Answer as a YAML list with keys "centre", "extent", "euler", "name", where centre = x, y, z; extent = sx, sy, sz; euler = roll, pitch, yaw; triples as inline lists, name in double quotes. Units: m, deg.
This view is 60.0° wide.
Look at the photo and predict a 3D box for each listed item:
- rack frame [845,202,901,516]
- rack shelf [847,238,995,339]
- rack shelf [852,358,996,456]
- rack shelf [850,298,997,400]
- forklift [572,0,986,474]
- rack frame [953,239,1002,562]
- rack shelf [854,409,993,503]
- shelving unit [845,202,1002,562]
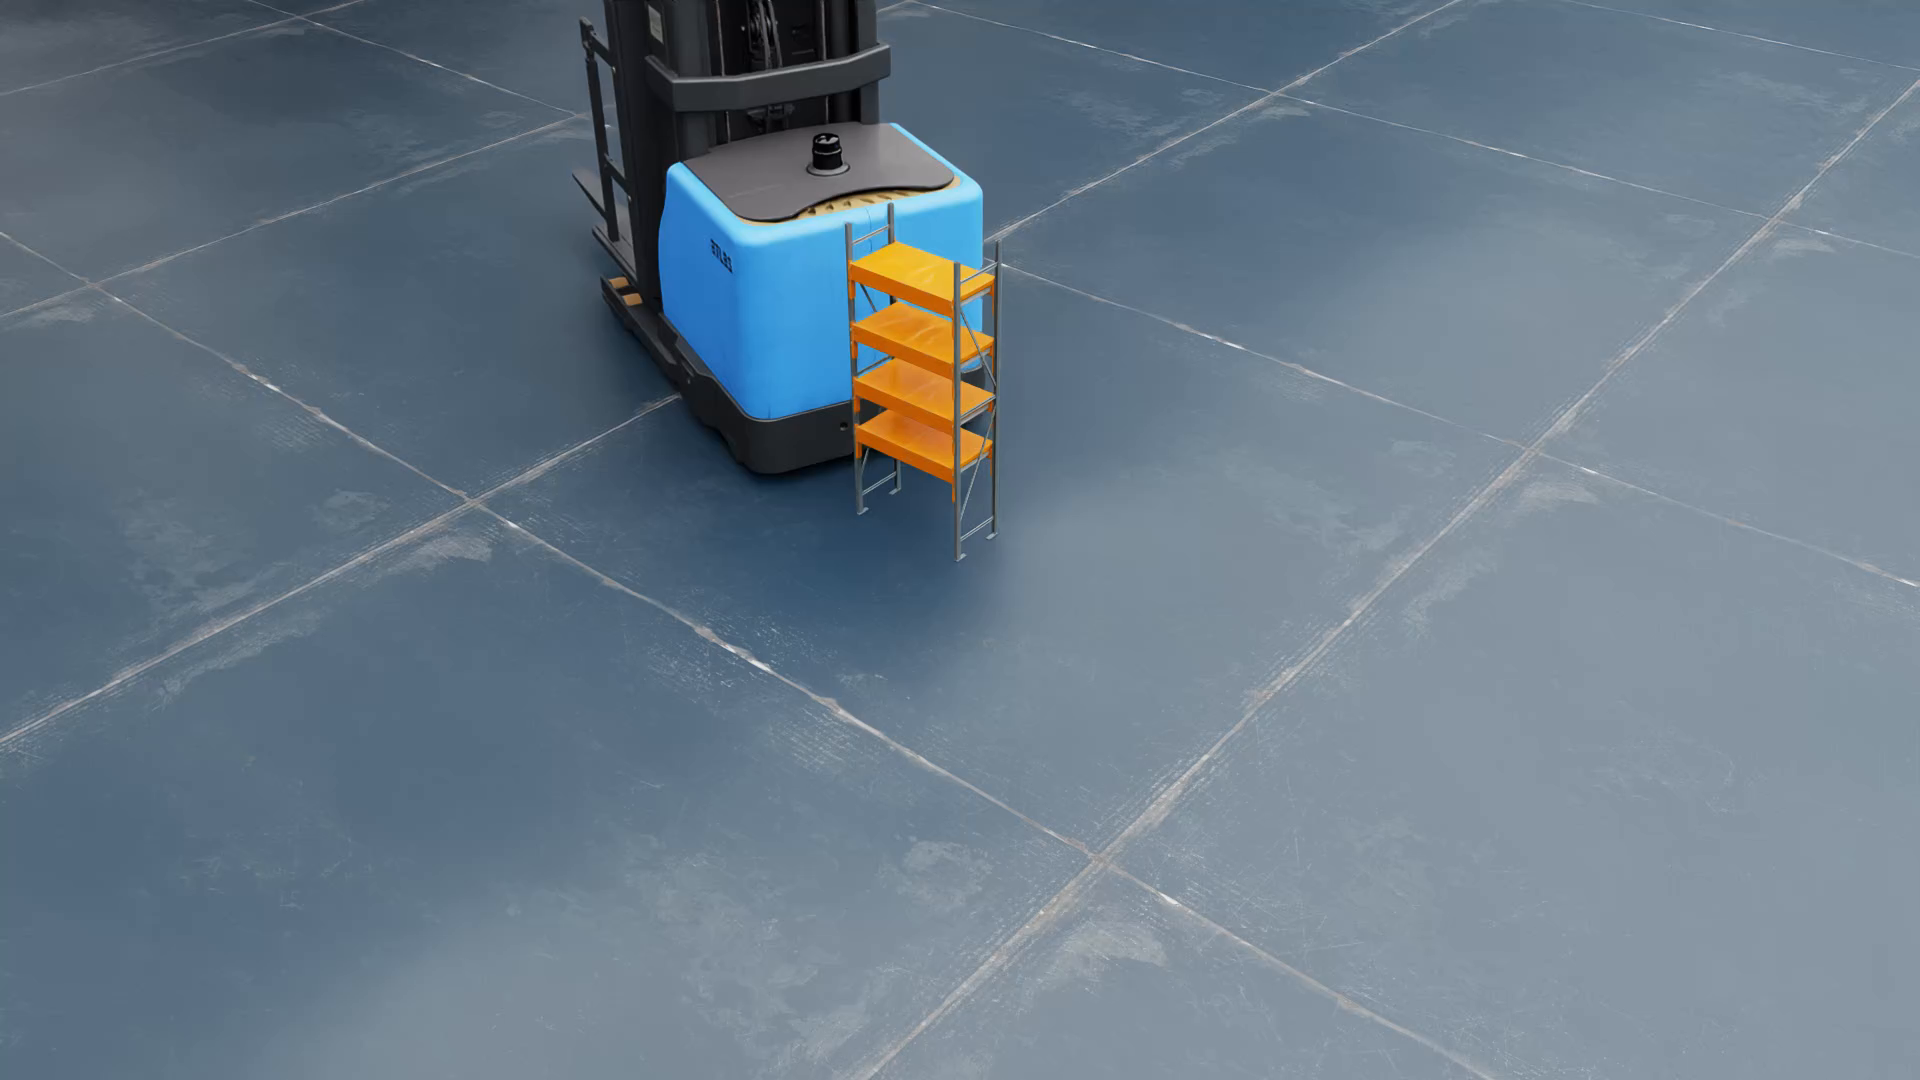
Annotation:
- centre: [-0.315, -0.643, 6.126]
  extent: [0.015, 1.200, 0.240]
  euler: [25, 42, 32]
  name: "rack frame"
- centre: [-0.127, -0.878, 5.775]
  extent: [0.480, 0.148, 0.258]
  euler: [25, 42, 32]
  name: "rack shelf"
- centre: [-0.127, -0.499, 6.036]
  extent: [0.480, 0.148, 0.258]
  euler: [25, 42, 32]
  name: "rack shelf"
- centre: [-0.127, -0.683, 5.909]
  extent: [0.480, 0.148, 0.258]
  euler: [25, 42, 32]
  name: "rack shelf"
- centre: [-1.023, -2.282, 6.984]
  extent: [1.130, 2.935, 3.031]
  euler: [-16, 38, -22]
  name: "forklift"
- centre: [0.060, -0.466, 5.869]
  extent: [0.015, 1.200, 0.240]
  euler: [25, 42, 32]
  name: "rack frame"
- centre: [-0.127, -0.335, 6.148]
  extent: [0.480, 0.148, 0.258]
  euler: [25, 42, 32]
  name: "rack shelf"
- centre: [-0.127, -0.555, 5.998]
  extent: [0.503, 1.200, 0.258]
  euler: [25, 42, 32]
  name: "shelving unit"
